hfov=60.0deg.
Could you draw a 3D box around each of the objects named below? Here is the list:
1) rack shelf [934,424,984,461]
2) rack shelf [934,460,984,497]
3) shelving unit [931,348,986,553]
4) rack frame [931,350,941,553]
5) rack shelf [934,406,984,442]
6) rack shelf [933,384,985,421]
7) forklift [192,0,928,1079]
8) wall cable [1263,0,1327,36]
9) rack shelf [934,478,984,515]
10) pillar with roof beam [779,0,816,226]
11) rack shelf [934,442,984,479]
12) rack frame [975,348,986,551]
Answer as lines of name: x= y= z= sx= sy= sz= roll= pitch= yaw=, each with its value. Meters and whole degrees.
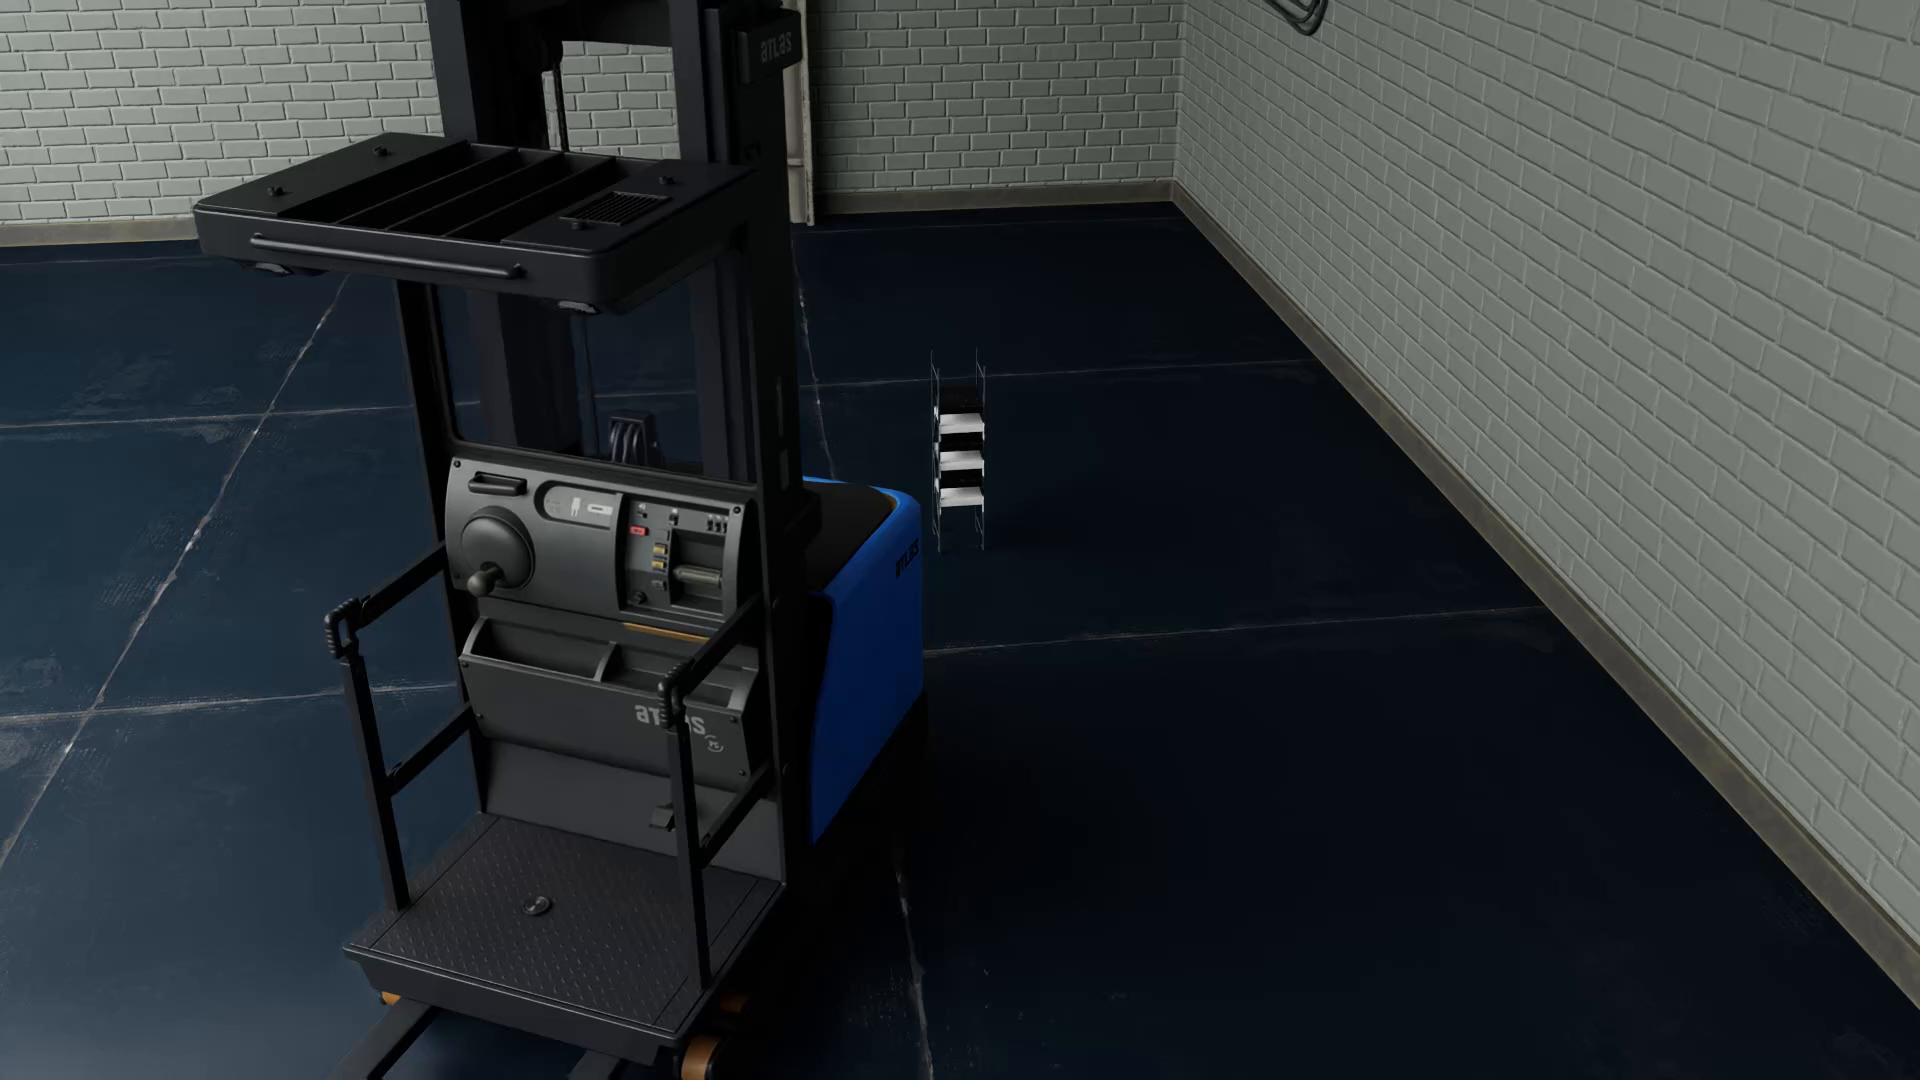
rack shelf: x=-0.008 y=-0.450 z=7.518 sx=0.200 sy=0.077 sz=0.258 roll=-4 pitch=27 yaw=-7
rack shelf: x=-0.008 y=-0.290 z=7.600 sx=0.200 sy=0.077 sz=0.258 roll=-4 pitch=27 yaw=-7
shelving unit: x=-0.008 y=-0.400 z=7.544 sx=0.210 sy=0.900 sz=0.258 roll=-4 pitch=27 yaw=-7
rack frame: x=-0.109 y=-0.393 z=7.531 sx=0.006 sy=0.900 sz=0.240 roll=-4 pitch=27 yaw=-7
rack shelf: x=-0.008 y=-0.530 z=7.477 sx=0.200 sy=0.077 sz=0.258 roll=-4 pitch=27 yaw=-7
rack shelf: x=-0.008 y=-0.610 z=7.436 sx=0.200 sy=0.077 sz=0.258 roll=-4 pitch=27 yaw=-7
forklift: x=-1.091 y=0.048 z=4.447 sx=1.130 sy=2.935 sz=3.031 roll=9 pitch=29 yaw=17
wall cable: x=1.816 y=-4.591 z=10.242 sx=0.112 sy=2.526 sz=3.097 roll=-4 pitch=27 yaw=-7
rack shelf: x=-0.008 y=-0.210 z=7.641 sx=0.200 sy=0.077 sz=0.258 roll=-4 pitch=27 yaw=-7
pillar with roof beam: x=-0.685 y=-4.437 z=6.540 sx=0.400 sy=9.000 sz=9.100 roll=-4 pitch=27 yaw=-7
rack shelf: x=-0.008 y=-0.370 z=7.559 sx=0.200 sy=0.077 sz=0.258 roll=-4 pitch=27 yaw=-7
rack frame: x=0.093 y=-0.406 z=7.556 sx=0.006 sy=0.900 sz=0.240 roll=-4 pitch=27 yaw=-7
